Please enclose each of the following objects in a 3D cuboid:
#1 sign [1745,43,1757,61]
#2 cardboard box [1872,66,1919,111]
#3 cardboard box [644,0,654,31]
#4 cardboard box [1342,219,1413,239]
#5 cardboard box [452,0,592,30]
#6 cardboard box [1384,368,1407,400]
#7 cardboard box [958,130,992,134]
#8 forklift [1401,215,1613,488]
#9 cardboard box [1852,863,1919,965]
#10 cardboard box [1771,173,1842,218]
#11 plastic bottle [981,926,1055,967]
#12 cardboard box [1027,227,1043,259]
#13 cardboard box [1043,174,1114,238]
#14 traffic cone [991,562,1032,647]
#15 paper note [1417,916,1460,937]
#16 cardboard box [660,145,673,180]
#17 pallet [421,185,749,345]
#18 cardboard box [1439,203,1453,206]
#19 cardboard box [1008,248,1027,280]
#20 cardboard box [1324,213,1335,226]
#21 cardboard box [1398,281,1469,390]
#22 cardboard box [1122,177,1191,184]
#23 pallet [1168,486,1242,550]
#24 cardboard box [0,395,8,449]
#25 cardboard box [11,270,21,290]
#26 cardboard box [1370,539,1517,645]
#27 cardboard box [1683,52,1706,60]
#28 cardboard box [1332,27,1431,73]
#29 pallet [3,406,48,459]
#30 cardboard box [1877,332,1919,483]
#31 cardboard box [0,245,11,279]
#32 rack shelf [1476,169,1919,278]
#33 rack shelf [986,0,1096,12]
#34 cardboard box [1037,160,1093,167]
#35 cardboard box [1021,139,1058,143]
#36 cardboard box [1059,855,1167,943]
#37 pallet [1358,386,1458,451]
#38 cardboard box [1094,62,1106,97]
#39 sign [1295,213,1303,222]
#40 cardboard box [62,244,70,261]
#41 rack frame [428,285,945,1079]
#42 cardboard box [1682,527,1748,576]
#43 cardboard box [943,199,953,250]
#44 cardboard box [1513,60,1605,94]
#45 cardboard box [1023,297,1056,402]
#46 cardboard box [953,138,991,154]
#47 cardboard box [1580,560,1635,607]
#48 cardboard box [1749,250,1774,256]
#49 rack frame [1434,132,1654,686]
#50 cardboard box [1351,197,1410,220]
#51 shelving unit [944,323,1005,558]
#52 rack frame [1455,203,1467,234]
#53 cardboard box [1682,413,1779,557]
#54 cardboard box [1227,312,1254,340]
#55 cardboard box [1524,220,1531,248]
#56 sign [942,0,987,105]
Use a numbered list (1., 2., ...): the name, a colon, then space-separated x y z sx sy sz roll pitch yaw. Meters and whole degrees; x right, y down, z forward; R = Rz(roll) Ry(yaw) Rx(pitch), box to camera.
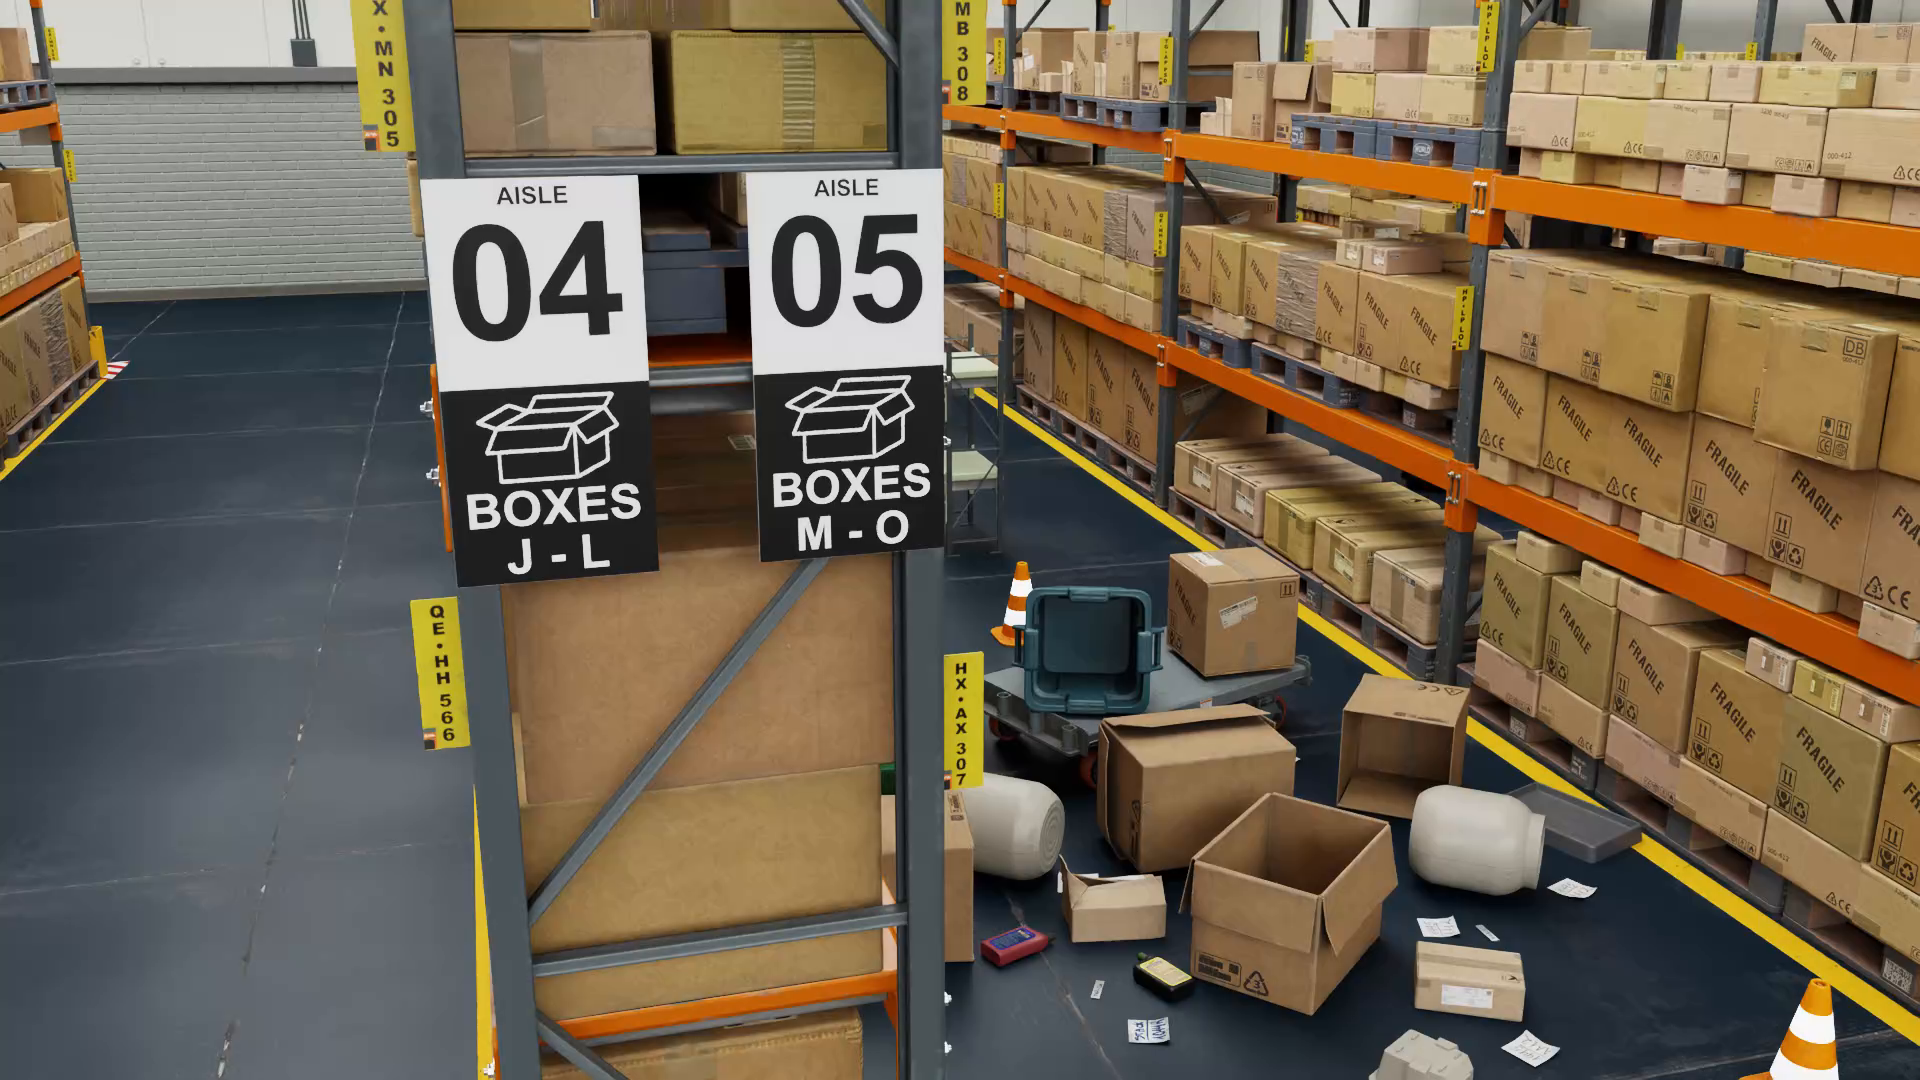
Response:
1. sign: 6.251 -3.764 13.157 0.100 0.325 0.005 -5 17 -15
2. cardboard box: 3.575 -1.645 6.051 0.380 0.149 0.250 -5 17 -17
3. cardboard box: -0.736 -1.584 4.944 0.380 0.149 0.250 -4 17 -14
4. cardboard box: 2.723 -2.001 10.851 0.380 0.149 0.250 -6 18 -18
5. cardboard box: -0.950 -1.110 3.367 0.380 0.149 0.250 -5 17 -15
6. cardboard box: 2.639 -0.898 9.435 0.380 0.149 0.250 -5 17 -17
7. cardboard box: 0.187 -4.627 19.104 0.380 0.149 0.250 -4 17 -14
8. forklift: 5.105 -1.767 12.740 3.031 2.935 1.130 8 18 25
9. cardboard box: 3.713 1.391 6.158 0.500 0.250 0.500 -5 17 -16
10. cardboard box: 3.368 -1.330 6.389 0.380 0.149 0.250 -5 17 -16
11. plastic bottle: 0.233 1.590 6.554 0.283 0.061 0.133 -12 20 -34
12. cardboard box: 0.923 -2.717 15.175 0.500 0.250 0.500 -4 17 -14
13. cardboard box: 1.049 -2.940 14.615 0.500 0.500 0.500 -5 17 -17
14. traffic cone: 0.373 0.359 9.953 0.336 0.463 0.334 -5 17 -15
15. paper note: 1.937 1.560 6.724 0.148 0.019 0.142 1 17 4
16. cardboard box: -0.664 -1.131 4.823 0.380 0.149 0.250 -5 17 -16
17. pallet: -0.745 -0.695 3.993 1.003 0.211 1.213 -5 17 -15
18. cardboard box: 5.653 -3.596 18.453 0.500 0.250 0.500 -5 17 -16
19. cardboard box: 0.770 -2.621 15.724 0.500 0.250 0.500 -5 17 -17
20. cardboard box: 4.632 -3.891 20.128 0.380 0.149 0.250 -4 17 -14
21. cardboard box: 2.754 -1.124 9.058 0.500 0.500 0.500 -5 17 -16
22. cardboard box: 1.693 -2.832 14.254 0.500 0.500 0.500 -4 17 -14
23. pallet: 2.215 -0.177 12.175 1.003 0.211 1.213 -5 17 -15
24. cardboard box: -8.431 -1.060 13.230 1.225 0.875 0.875 -5 17 -15
25. cardboard box: -8.677 -2.329 14.927 0.380 0.149 0.250 -5 17 -16
26. cardboard box: 2.955 0.290 9.610 0.950 0.372 0.625 -4 17 -15
27. cardboard box: 6.302 -4.043 14.034 0.380 0.149 0.250 -5 18 -17
28. cardboard box: 2.518 -2.859 9.702 0.500 0.250 0.500 -4 17 -14
29. pallet: -8.760 -0.933 14.691 1.003 0.211 1.213 -5 17 -15
30. cardboard box: 3.718 -0.450 5.807 0.700 0.500 0.500 -5 17 -15
31. cardboard box: -8.635 -2.411 14.509 0.500 0.250 0.500 -5 17 -16
32. rack shelf: 3.651 -1.161 6.641 1.077 0.370 4.000 -5 17 -15
33. rack shelf: 0.353 -5.726 17.317 1.077 0.370 4.000 -5 17 -15
34. cardboard box: 1.005 -3.513 16.521 0.500 0.500 0.500 -5 17 -15
35. cardboard box: 0.814 -4.067 17.238 0.380 0.149 0.250 -5 17 -17
36. cardboard box: 0.613 1.436 6.710 0.396 0.266 0.258 -2 17 -6
37. pallet: 3.031 -0.754 9.580 1.003 0.211 1.213 -5 17 -15
38. cardboard box: 1.287 -3.656 13.197 0.396 0.266 0.258 -5 17 -17
39. sign: 2.521 -2.291 12.490 0.100 0.325 0.005 -5 17 -15
40. cardboard box: -9.238 -2.894 16.808 0.380 0.149 0.250 -5 17 -15
41. rack frame: -0.531 0.903 3.731 1.000 3.000 0.127 -5 17 -15
42. cardboard box: 3.318 0.032 7.067 0.380 0.149 0.250 -5 17 -15
43. cardboard box: 0.101 -3.417 17.940 0.500 0.500 0.500 -4 17 -13
44. cardboard box: 2.874 -2.208 7.924 0.380 0.149 0.250 -5 17 -16
45. cardboard box: 1.150 -1.854 15.873 0.875 0.875 0.875 -4 17 -14
46. cardboard box: 0.139 -4.158 17.542 0.380 0.149 0.250 -5 17 -15
47. cardboard box: 3.123 0.189 7.726 0.380 0.149 0.250 -4 17 -13
48. cardboard box: 6.578 -2.370 13.325 0.380 0.149 0.250 -4 17 -14
49. rack frame: 3.101 -0.623 8.810 1.000 3.000 0.127 -5 17 -15
50. cardboard box: 4.883 -3.840 19.265 0.500 0.250 0.500 -5 17 -17
51. shelving unit: 0.002 -0.716 11.730 0.431 1.500 0.755 -5 17 -15
52. rack frame: 5.674 -3.229 17.487 1.000 3.000 0.127 -5 17 -15
53. cardboard box: 3.398 -0.254 6.893 0.500 0.500 0.500 -4 17 -15
54. cardboard box: 2.044 -1.467 11.329 0.380 0.149 0.250 -5 17 -15
55. cardboard box: 5.687 -2.951 16.066 0.396 0.266 0.258 -4 17 -13
56. sign: 0.004 -1.032 3.303 0.100 0.325 0.005 -5 17 -15
